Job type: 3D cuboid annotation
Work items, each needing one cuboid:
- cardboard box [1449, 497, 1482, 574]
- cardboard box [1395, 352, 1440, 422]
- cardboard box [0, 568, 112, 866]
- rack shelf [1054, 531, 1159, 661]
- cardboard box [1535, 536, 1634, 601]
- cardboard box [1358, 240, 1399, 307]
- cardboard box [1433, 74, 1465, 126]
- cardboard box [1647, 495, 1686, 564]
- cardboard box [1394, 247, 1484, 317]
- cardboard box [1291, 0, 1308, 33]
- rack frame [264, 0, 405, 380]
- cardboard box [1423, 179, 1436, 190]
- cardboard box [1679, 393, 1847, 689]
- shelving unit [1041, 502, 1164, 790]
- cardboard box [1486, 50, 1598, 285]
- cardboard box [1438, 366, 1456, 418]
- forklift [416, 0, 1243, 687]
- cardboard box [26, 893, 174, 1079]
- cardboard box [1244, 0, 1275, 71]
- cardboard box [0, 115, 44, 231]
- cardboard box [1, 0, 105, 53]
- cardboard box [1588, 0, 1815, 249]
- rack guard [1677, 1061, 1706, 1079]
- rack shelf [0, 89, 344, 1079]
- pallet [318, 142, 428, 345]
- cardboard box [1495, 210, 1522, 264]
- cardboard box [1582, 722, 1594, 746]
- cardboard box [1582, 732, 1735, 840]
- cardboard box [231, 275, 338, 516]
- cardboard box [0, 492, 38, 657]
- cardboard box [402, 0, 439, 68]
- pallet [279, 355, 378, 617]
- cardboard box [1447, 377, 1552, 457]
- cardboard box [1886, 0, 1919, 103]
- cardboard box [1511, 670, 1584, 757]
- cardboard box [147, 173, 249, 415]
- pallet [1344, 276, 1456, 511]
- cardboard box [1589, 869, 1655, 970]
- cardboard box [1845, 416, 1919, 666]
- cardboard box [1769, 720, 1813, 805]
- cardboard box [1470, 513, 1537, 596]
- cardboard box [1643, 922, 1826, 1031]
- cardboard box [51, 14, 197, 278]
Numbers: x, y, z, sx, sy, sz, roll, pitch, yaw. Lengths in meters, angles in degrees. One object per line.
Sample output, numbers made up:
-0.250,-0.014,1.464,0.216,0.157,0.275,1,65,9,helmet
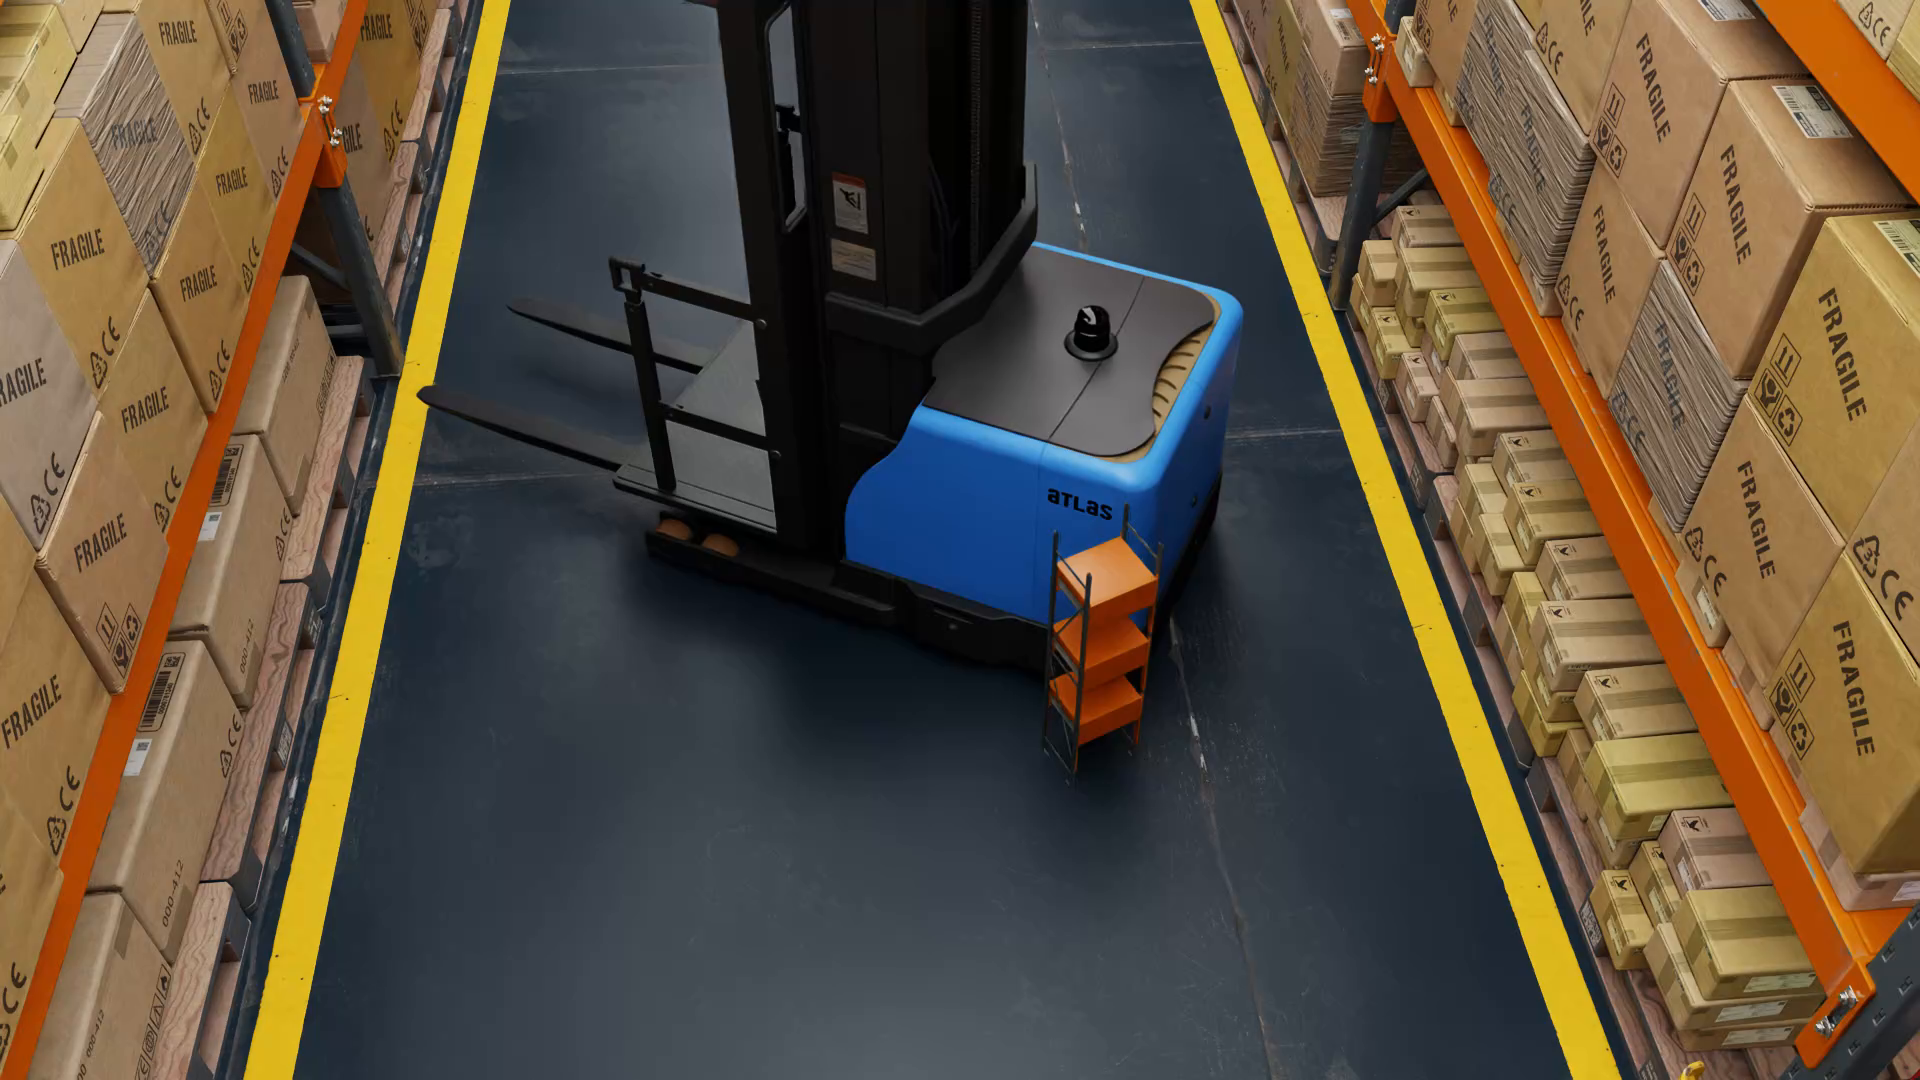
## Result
1.967,-0.033,5.890,0.380,0.149,0.250,-5,47,-4,cardboard box
1.912,-0.600,6.427,0.380,0.149,0.250,-4,47,-3,cardboard box
-2.306,0.416,3.721,0.500,0.500,0.500,-4,47,-4,cardboard box
0.430,0.168,4.991,0.240,0.259,0.215,-22,50,-19,rack shelf
2.085,0.125,5.331,0.380,0.149,0.250,-5,47,-5,cardboard box
1.819,-1.073,6.670,0.380,0.149,0.250,-2,47,-1,cardboard box
1.900,-1.595,5.868,0.380,0.149,0.250,-2,47,-2,cardboard box
2.076,-0.065,4.419,0.380,0.149,0.250,-5,47,-5,cardboard box
1.894,-0.993,6.389,0.380,0.149,0.250,-1,47,-1,cardboard box
1.763,-2.528,7.494,0.500,0.250,0.500,-1,47,-1,cardboard box
-2.817,-1.715,5.808,1.000,3.000,0.127,-3,47,-3,rack frame
2.310,-1.924,7.439,0.500,0.500,0.500,-2,47,-2,cardboard box
2.110,-0.014,3.923,0.500,0.500,0.500,-4,47,-4,cardboard box
0.430,0.356,5.189,0.252,1.050,0.215,-22,50,-19,shelving unit
1.952,-1.127,4.978,0.500,0.500,0.500,-4,47,-4,cardboard box
2.005,-0.526,6.152,0.380,0.149,0.250,-6,47,-5,cardboard box
-0.602,-1.200,5.368,3.031,2.935,1.130,18,49,16,forklift
-2.637,1.445,4.291,0.875,0.438,0.875,-5,47,-5,cardboard box
1.713,-2.636,8.113,0.500,0.500,0.500,-4,47,-4,cardboard box
-2.324,-0.820,3.756,0.380,0.149,0.250,-5,47,-4,cardboard box
-2.453,-1.373,4.280,0.380,0.149,0.250,-4,47,-4,cardboard box
2.013,-1.116,4.278,0.500,0.500,0.500,-5,47,-5,cardboard box
2.436,1.610,4.381,1.175,0.500,0.348,-3,47,-3,rack guard
-2.650,-0.020,4.699,1.077,0.370,4.000,-3,47,-3,rack shelf
-2.957,-1.309,7.345,1.003,0.211,1.213,-3,47,-3,pallet
1.948,-1.022,5.325,0.380,0.149,0.250,-3,47,-3,cardboard box
2.148,0.598,5.087,0.380,0.149,0.250,-4,47,-4,cardboard box
2.033,0.704,4.782,0.380,0.149,0.250,-4,47,-4,cardboard box
-2.871,-0.517,6.149,0.875,0.438,0.875,-4,47,-4,cardboard box
-2.289,0.063,3.367,0.500,0.500,0.500,-5,47,-4,cardboard box
-3.106,-2.872,8.078,0.875,0.875,0.875,-3,47,-3,cardboard box
-2.831,-0.201,6.295,1.003,0.211,1.213,-3,47,-3,pallet
1.948,-0.436,5.862,0.380,0.149,0.250,-3,47,-2,cardboard box
2.090,-0.856,3.032,0.500,0.250,0.500,-3,47,-3,cardboard box
2.014,0.538,5.349,0.380,0.149,0.250,-5,47,-5,cardboard box
-2.418,-0.694,4.773,0.500,0.500,0.500,-4,47,-4,cardboard box
2.199,-0.646,6.716,1.003,0.211,1.213,-3,47,-3,pallet
2.068,1.093,4.823,0.380,0.149,0.250,-2,47,-2,cardboard box
2.156,0.009,3.213,0.500,0.500,0.500,-4,47,-4,cardboard box
2.150,0.491,3.892,0.380,0.149,0.250,-4,47,-3,cardboard box
1.958,0.041,5.615,0.380,0.149,0.250,-3,47,-3,cardboard box
2.113,1.175,4.541,0.380,0.149,0.250,-5,47,-4,cardboard box
-2.416,-1.033,4.405,0.500,0.500,0.500,-3,47,-3,cardboard box
